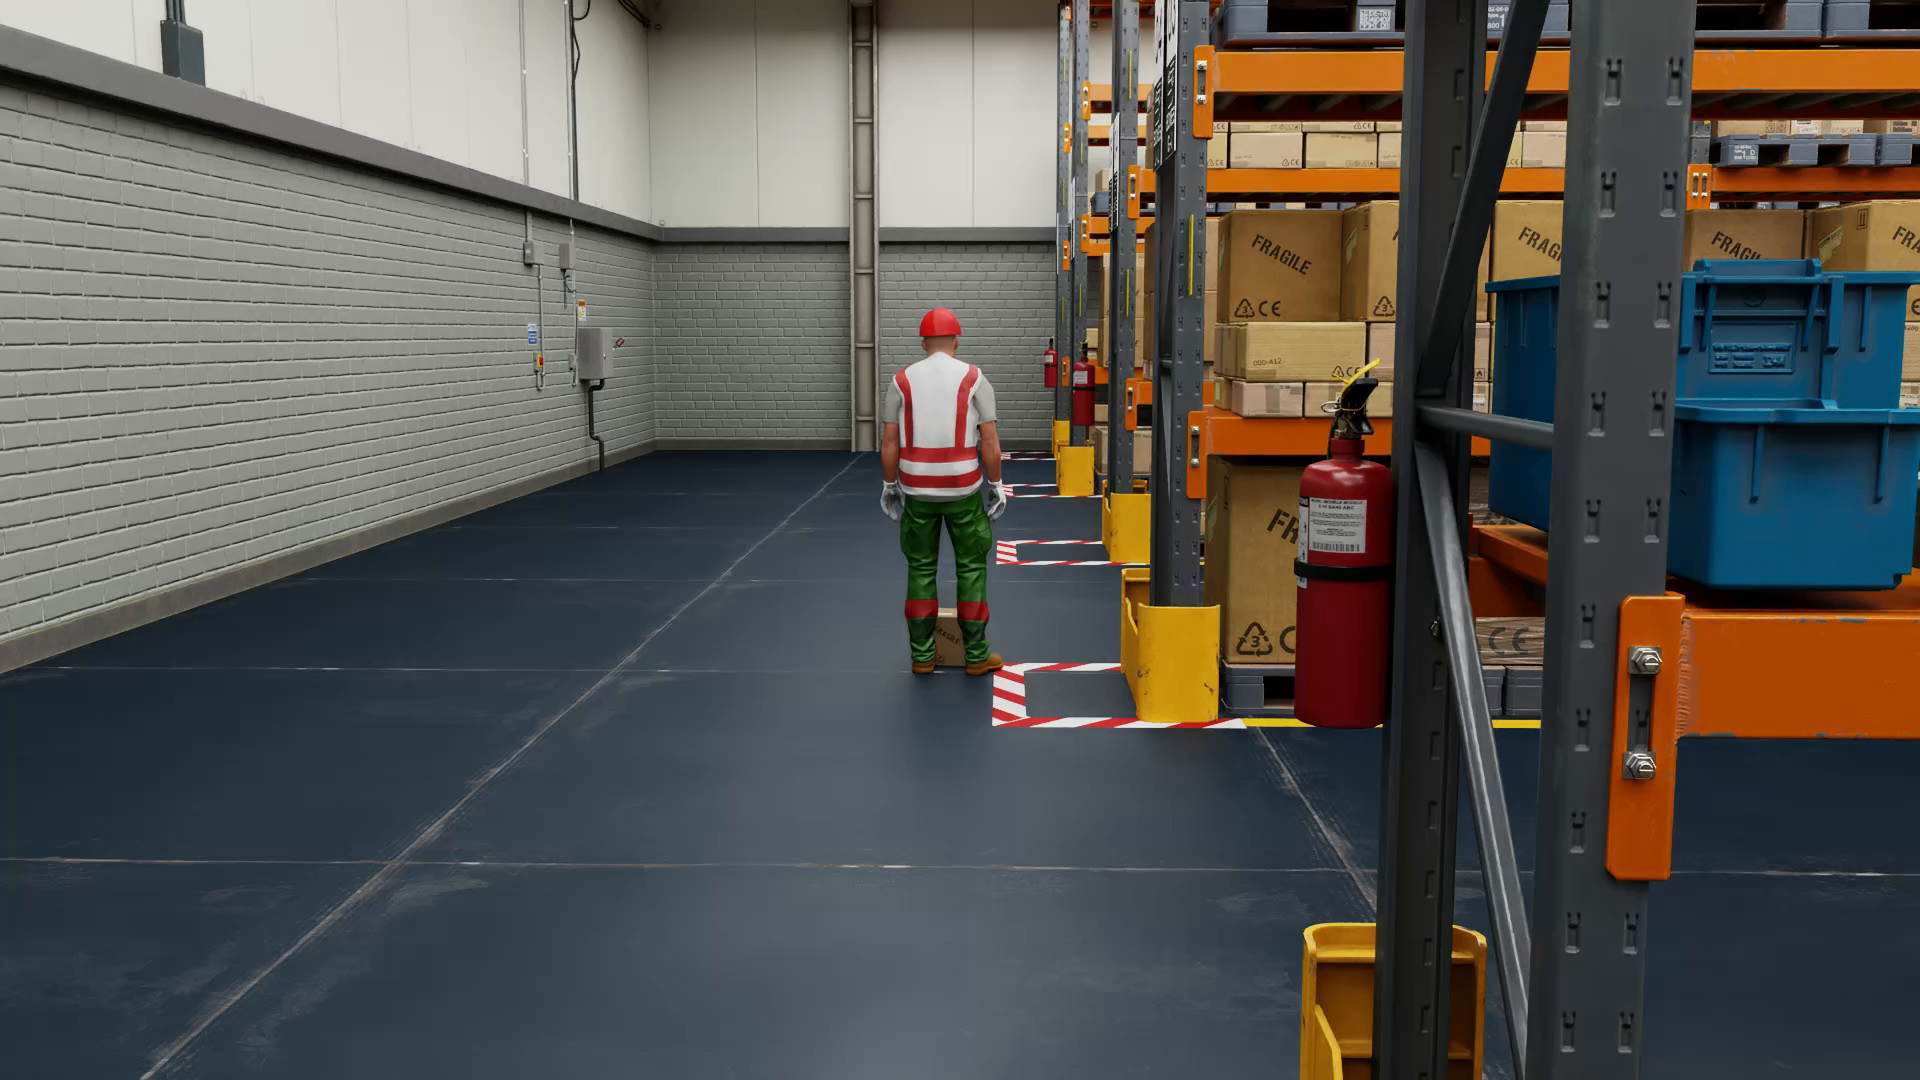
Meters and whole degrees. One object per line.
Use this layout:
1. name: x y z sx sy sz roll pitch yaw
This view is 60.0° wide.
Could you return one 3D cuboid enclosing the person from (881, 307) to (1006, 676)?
1. person: -0.085 -0.239 8.113 0.621 1.781 0.445 1 7 10
